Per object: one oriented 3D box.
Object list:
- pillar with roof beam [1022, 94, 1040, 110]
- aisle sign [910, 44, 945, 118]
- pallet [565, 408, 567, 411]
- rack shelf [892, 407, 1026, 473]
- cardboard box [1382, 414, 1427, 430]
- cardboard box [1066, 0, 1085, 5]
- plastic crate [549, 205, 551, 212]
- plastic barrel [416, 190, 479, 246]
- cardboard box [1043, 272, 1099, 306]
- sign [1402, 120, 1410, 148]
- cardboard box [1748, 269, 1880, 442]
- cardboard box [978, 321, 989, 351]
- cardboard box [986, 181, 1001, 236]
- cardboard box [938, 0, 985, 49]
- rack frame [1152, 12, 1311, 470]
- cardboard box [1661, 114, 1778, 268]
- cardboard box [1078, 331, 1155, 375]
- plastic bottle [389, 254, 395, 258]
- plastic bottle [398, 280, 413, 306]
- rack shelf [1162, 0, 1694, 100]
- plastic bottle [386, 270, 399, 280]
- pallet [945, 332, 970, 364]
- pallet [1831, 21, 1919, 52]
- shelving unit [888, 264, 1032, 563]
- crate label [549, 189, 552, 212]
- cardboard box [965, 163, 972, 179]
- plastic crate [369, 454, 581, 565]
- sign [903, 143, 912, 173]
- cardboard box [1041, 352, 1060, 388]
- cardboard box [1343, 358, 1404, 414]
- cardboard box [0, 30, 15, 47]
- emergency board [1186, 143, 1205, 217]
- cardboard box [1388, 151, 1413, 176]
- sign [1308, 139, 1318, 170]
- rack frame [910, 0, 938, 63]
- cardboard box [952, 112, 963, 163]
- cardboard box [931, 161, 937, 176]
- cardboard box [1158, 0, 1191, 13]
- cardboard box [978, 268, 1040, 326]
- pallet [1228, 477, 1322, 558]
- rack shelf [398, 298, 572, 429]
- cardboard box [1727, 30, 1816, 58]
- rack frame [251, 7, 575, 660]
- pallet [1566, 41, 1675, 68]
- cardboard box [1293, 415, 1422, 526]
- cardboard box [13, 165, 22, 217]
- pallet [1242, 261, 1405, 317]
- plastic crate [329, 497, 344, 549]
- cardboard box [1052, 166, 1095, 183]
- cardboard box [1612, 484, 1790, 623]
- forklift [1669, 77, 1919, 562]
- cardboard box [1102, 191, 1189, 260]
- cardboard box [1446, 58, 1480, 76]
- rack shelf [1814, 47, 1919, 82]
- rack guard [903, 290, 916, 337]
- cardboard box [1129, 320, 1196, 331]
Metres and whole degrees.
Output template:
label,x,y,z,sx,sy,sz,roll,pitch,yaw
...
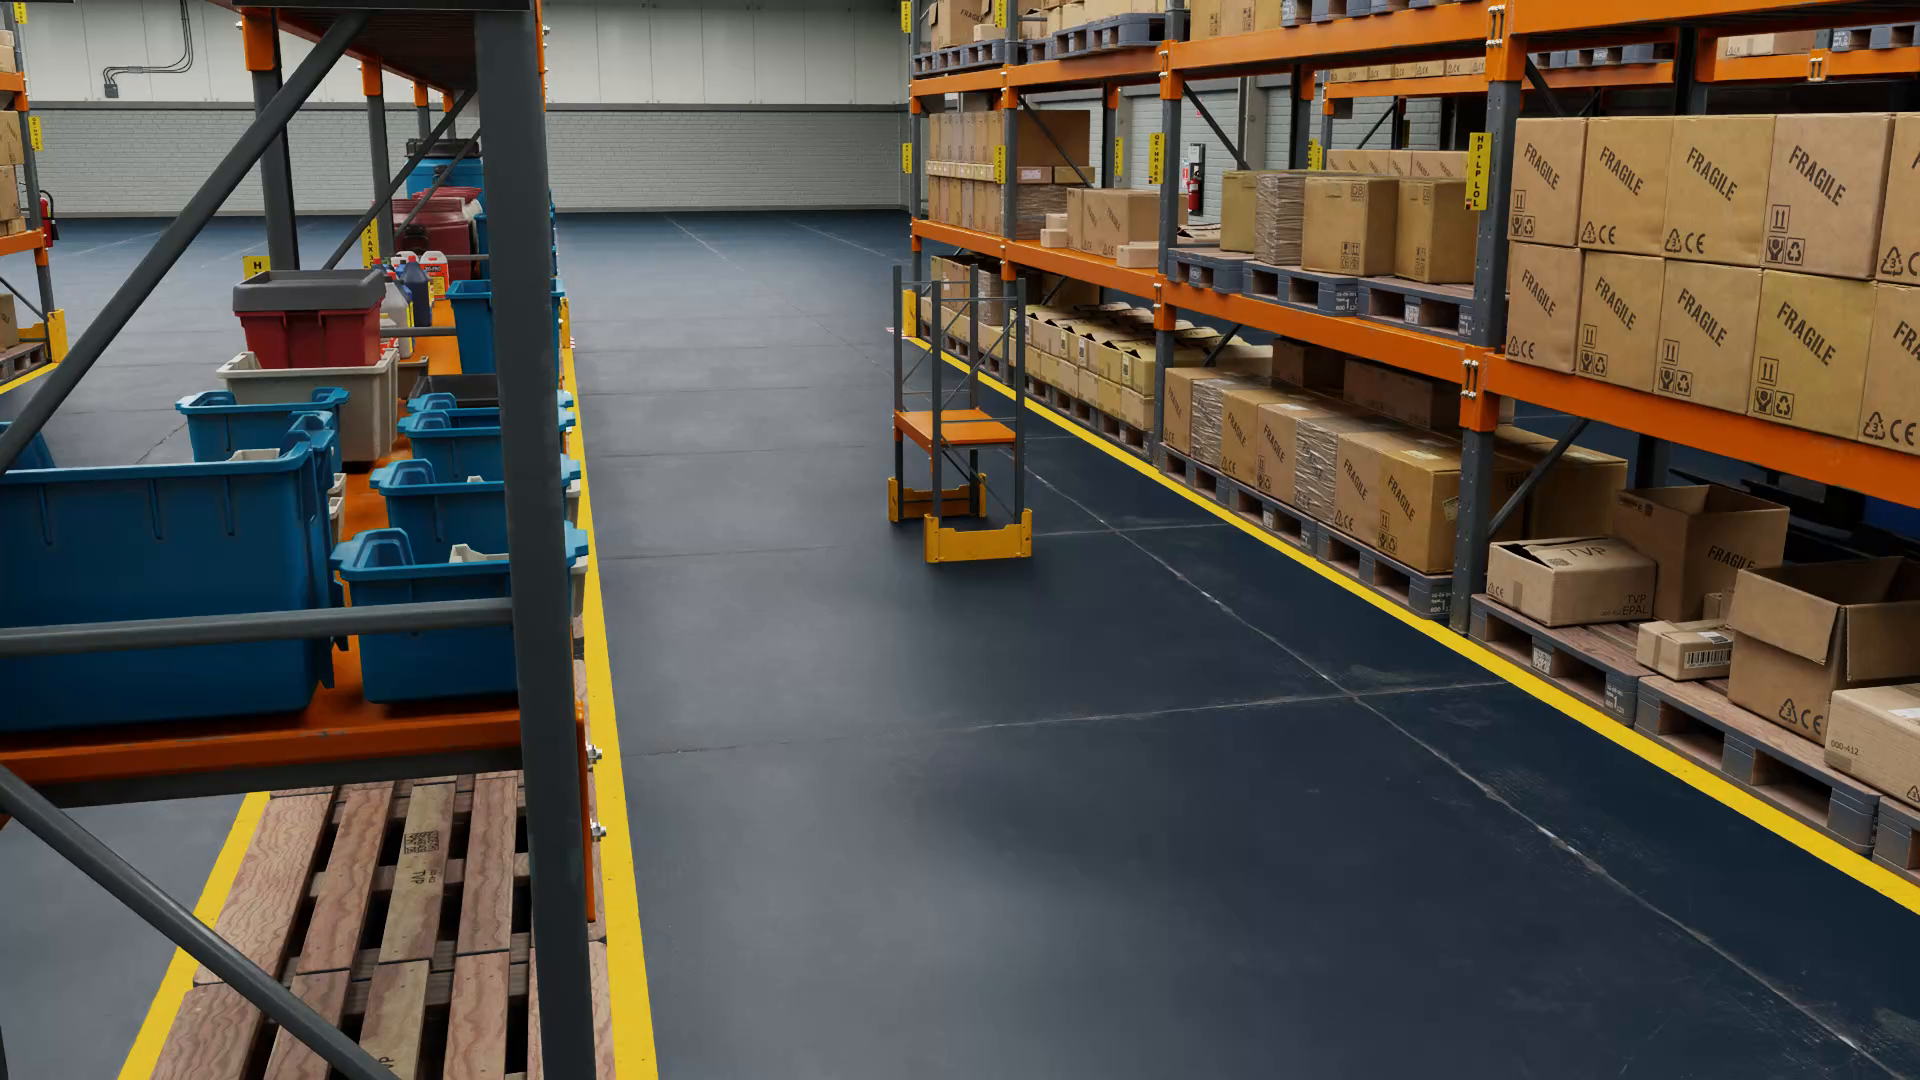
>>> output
label,x,y,z,sx,sy,sz,roll,pitch,yaw
pillar with roof beam,-2.640,-10.815,34.732,9.100,9.000,0.400,-3,14,-13
aisle sign,-0.361,-5.085,18.443,0.394,0.787,0.004,-3,14,-13
pallet,-3.412,-0.811,12.300,1.003,0.211,1.213,-3,14,-13
rack shelf,-0.020,-0.574,9.372,0.538,0.185,1.000,-3,14,-13
cardboard box,2.648,-0.419,9.160,0.500,0.500,0.500,-3,14,-13
cardboard box,1.154,-4.579,13.382,0.500,0.500,0.500,-2,14,-8
plastic crate,-3.067,-2.124,11.667,0.402,0.464,0.583,-3,14,-13
plastic barrel,-3.740,-2.290,12.194,0.433,0.535,0.433,0,14,0
cardboard box,1.087,-2.258,15.679,0.500,0.500,0.500,-3,14,-13
sign,5.311,-4.843,19.826,0.100,0.325,0.005,-3,14,-13
cardboard box,2.985,-0.621,5.438,0.500,0.500,0.500,-3,14,-14
cardboard box,0.463,-1.980,16.121,0.500,0.250,0.500,-3,14,-13
cardboard box,0.651,-3.173,15.885,0.700,0.500,0.500,-3,14,-14
cardboard box,0.077,-5.203,16.695,0.500,0.500,0.500,-3,14,-13
rack frame,1.831,-1.979,11.205,1.000,3.000,0.127,-3,14,-13
cardboard box,2.850,-1.228,5.816,0.500,0.500,0.500,-4,14,-15
cardboard box,1.225,-1.463,12.820,0.500,0.311,0.500,-3,14,-14
plastic bottle,-3.164,-1.450,9.290,0.061,0.283,0.133,-3,14,-13
plastic bottle,-2.625,-1.087,7.829,0.097,0.271,0.097,0,14,0
rack shelf,2.301,-2.625,9.046,1.077,0.370,4.000,-3,14,-13
plastic bottle,-2.871,-1.205,8.302,0.152,0.276,0.135,-3,14,-13
pallet,0.456,-2.015,17.228,1.003,0.211,1.213,-3,14,-13
pallet,6.848,-3.475,11.410,1.213,0.211,1.003,-3,14,-11
shelving unit,-0.018,-0.746,9.321,0.587,1.500,1.083,-3,14,-13
crate label,-4.168,-3.157,15.952,0.502,0.435,0.616,-3,14,-13
cardboard box,0.258,-3.670,16.551,0.380,0.149,0.250,-3,14,-11
plastic crate,-0.998,-0.033,3.467,0.416,0.233,0.300,-3,14,-13
sign,-0.589,-4.254,18.526,0.100,0.325,0.005,-3,14,-13
cardboard box,0.989,-1.425,13.850,0.500,0.250,0.500,-4,14,-15
cardboard box,2.541,-0.891,9.514,0.500,0.250,0.500,-4,14,-14
cardboard box,-9.309,-4.804,15.926,0.380,0.149,0.250,-3,14,-13
emergency board,3.819,-5.944,27.437,0.194,1.169,0.643,-3,14,-13
cardboard box,4.941,-3.923,17.857,0.500,0.500,0.500,-3,14,-11
sign,2.356,-2.535,11.210,0.100,0.325,0.005,-3,14,-13
rack frame,-0.048,-6.738,18.047,1.000,3.000,0.127,-3,14,-13
cardboard box,0.310,-4.145,17.129,0.700,0.500,0.500,-3,14,-13
cardboard box,-0.100,-4.025,18.002,0.380,0.149,0.250,-4,14,-15
cardboard box,1.670,-3.668,11.233,0.500,0.250,0.500,-4,14,-17
cardboard box,0.464,-2.345,16.033,0.500,0.500,0.500,-3,14,-13
pallet,2.253,-0.169,9.673,1.003,0.211,1.213,-3,14,-13
rack shelf,-2.515,-0.893,8.276,1.077,0.370,4.000,-3,14,-13
cardboard box,6.214,-3.830,12.610,0.500,0.311,0.500,-3,14,-13
rack frame,-2.045,-0.781,6.302,1.000,3.000,0.127,-3,14,-13
pallet,5.994,-4.157,14.197,1.213,0.211,1.003,-3,14,-13
cardboard box,2.151,-0.383,9.016,0.500,0.500,0.500,-3,14,-12
cardboard box,-9.575,-3.337,15.930,0.875,0.500,0.500,-3,14,-13
pallet,2.292,-1.437,9.393,1.003,0.211,1.213,-3,14,-13
plastic crate,-1.527,-0.005,3.555,0.396,0.136,0.243,-3,14,-13
cardboard box,1.017,-3.338,15.192,0.380,0.149,0.250,-3,14,-13
cardboard box,3.180,0.060,7.200,0.500,0.500,0.500,-3,14,-13
forklift,5.017,-1.344,8.753,1.130,2.935,3.031,-3,14,-12
cardboard box,1.421,-2.413,12.774,0.500,0.500,0.500,-4,14,-16
cardboard box,5.241,-4.914,16.647,0.500,0.500,0.500,-5,14,-18
rack shelf,7.115,-2.902,10.180,1.077,0.370,4.000,-3,14,-13
rack guard,-0.053,-2.615,19.079,1.175,0.500,0.348,-3,14,-13
cardboard box,1.623,-1.614,13.438,0.500,0.311,0.500,-3,14,-14
